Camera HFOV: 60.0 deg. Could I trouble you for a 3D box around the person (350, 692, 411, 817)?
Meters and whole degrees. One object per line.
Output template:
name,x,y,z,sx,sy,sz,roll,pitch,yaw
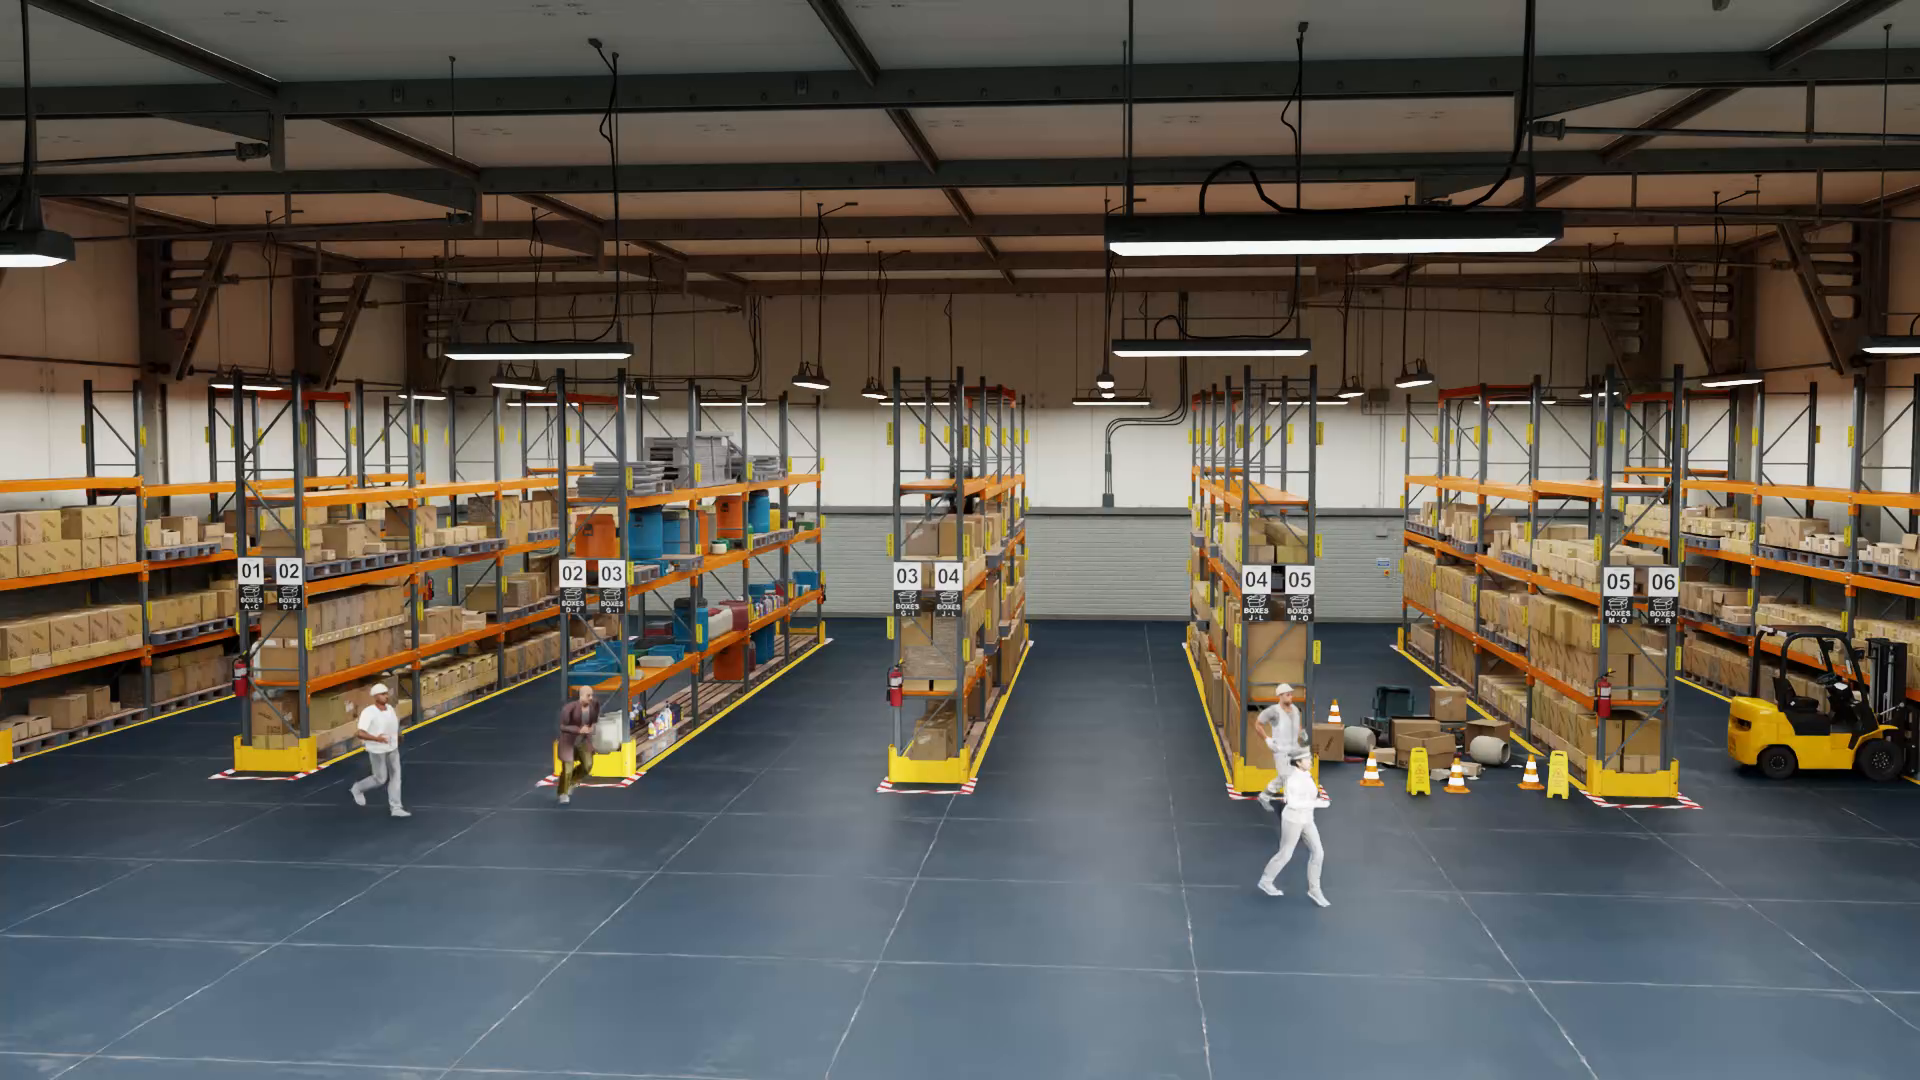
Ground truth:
person,-7.595,2.813,21.857,0.946,1.637,0.702,2,4,26

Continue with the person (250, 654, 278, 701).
person,-11.937,2.346,28.601,0.652,1.769,0.653,-1,4,-12

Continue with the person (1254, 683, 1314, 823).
person,3.890,2.814,19.787,3.205,1.713,3.356,-3,4,-36

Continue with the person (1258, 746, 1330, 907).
person,3.604,3.051,17.809,0.816,1.737,0.557,3,5,38

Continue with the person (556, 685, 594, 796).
person,-5.151,2.738,22.633,0.695,1.575,0.912,-3,5,-44
